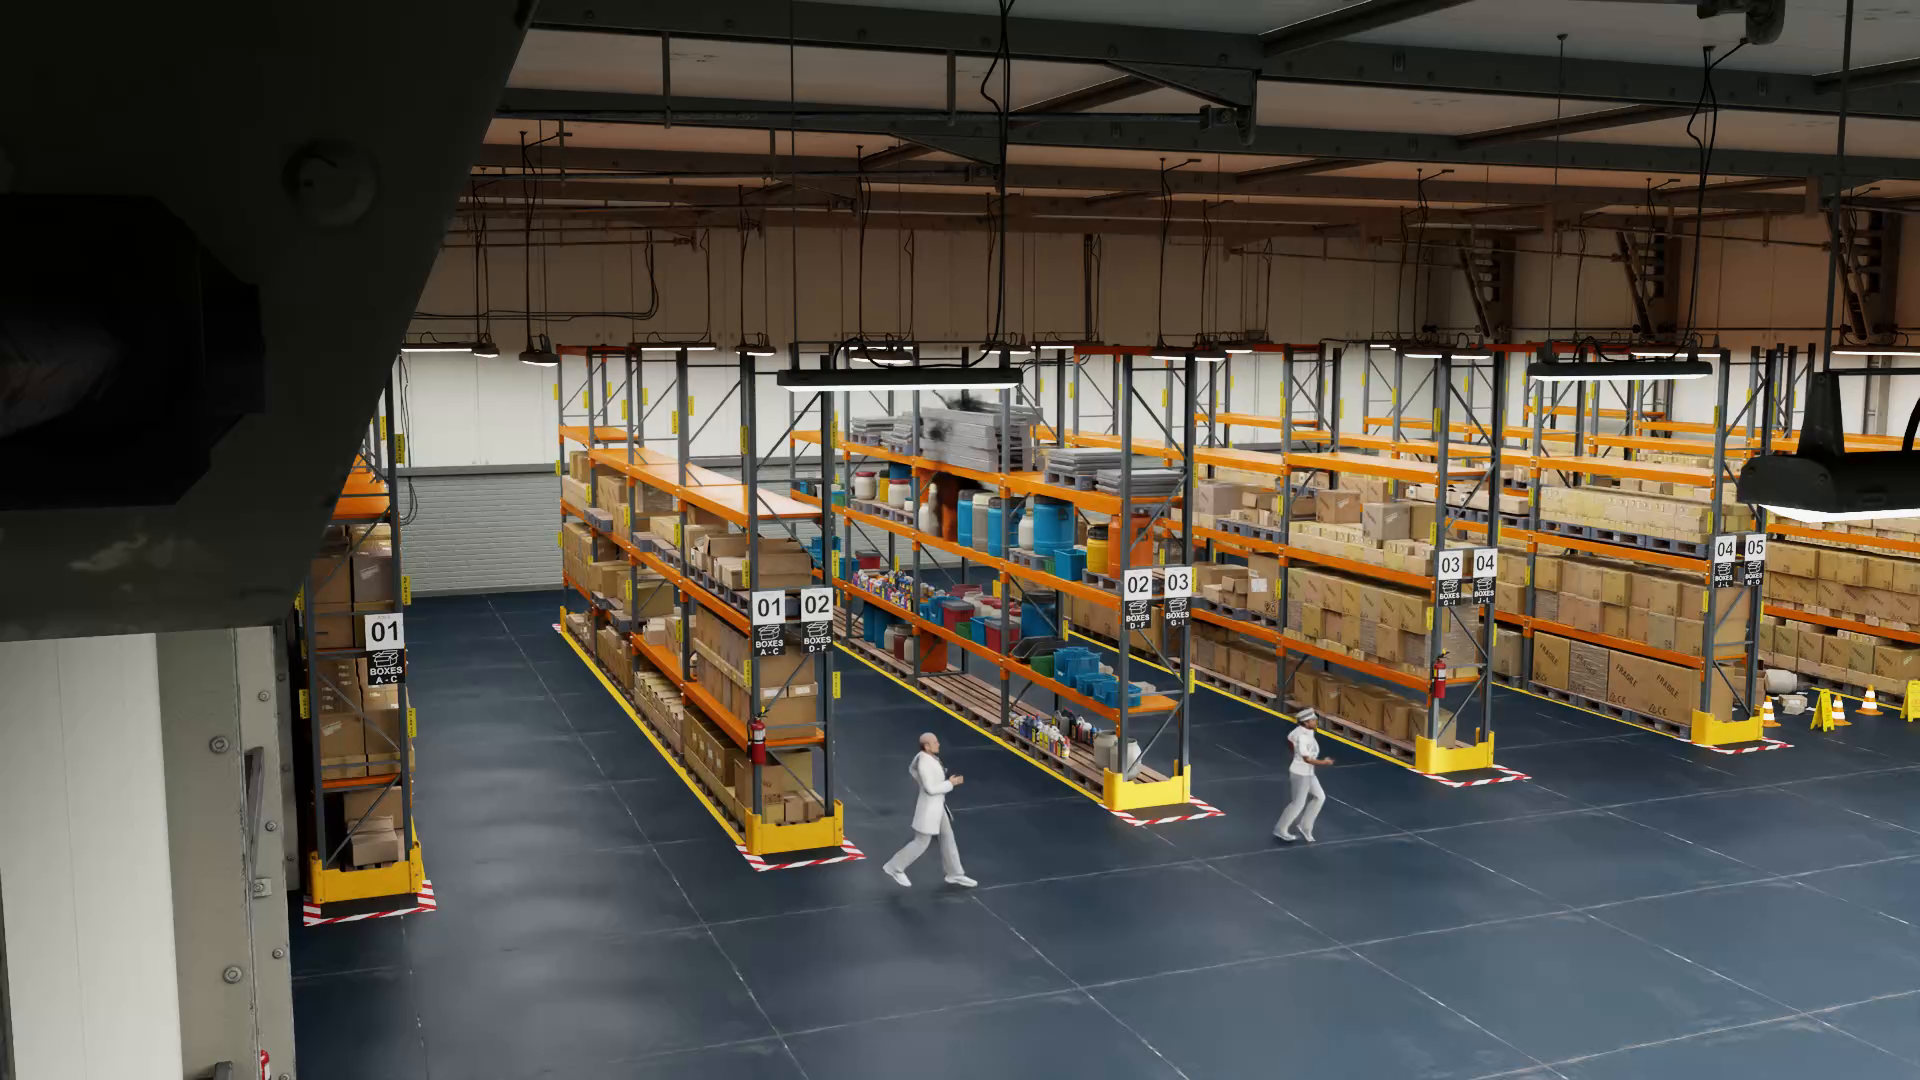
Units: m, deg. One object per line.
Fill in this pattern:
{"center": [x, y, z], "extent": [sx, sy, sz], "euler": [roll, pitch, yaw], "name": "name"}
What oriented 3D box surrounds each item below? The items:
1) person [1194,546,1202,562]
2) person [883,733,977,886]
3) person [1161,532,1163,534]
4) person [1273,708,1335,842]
{"center": [5.911, 0.195, 41.567], "extent": [0.600, 1.736, 0.711], "euler": [-2, 8, -19], "name": "person"}
{"center": [-0.334, 3.045, 18.761], "extent": [1.058, 1.776, 0.707], "euler": [1, 7, 8], "name": "person"}
{"center": [4.714, 0.603, 38.819], "extent": [0.648, 1.608, 0.853], "euler": [-2, 8, -16], "name": "person"}
{"center": [4.249, 2.920, 20.516], "extent": [0.729, 1.749, 0.595], "euler": [2, 7, 14], "name": "person"}
